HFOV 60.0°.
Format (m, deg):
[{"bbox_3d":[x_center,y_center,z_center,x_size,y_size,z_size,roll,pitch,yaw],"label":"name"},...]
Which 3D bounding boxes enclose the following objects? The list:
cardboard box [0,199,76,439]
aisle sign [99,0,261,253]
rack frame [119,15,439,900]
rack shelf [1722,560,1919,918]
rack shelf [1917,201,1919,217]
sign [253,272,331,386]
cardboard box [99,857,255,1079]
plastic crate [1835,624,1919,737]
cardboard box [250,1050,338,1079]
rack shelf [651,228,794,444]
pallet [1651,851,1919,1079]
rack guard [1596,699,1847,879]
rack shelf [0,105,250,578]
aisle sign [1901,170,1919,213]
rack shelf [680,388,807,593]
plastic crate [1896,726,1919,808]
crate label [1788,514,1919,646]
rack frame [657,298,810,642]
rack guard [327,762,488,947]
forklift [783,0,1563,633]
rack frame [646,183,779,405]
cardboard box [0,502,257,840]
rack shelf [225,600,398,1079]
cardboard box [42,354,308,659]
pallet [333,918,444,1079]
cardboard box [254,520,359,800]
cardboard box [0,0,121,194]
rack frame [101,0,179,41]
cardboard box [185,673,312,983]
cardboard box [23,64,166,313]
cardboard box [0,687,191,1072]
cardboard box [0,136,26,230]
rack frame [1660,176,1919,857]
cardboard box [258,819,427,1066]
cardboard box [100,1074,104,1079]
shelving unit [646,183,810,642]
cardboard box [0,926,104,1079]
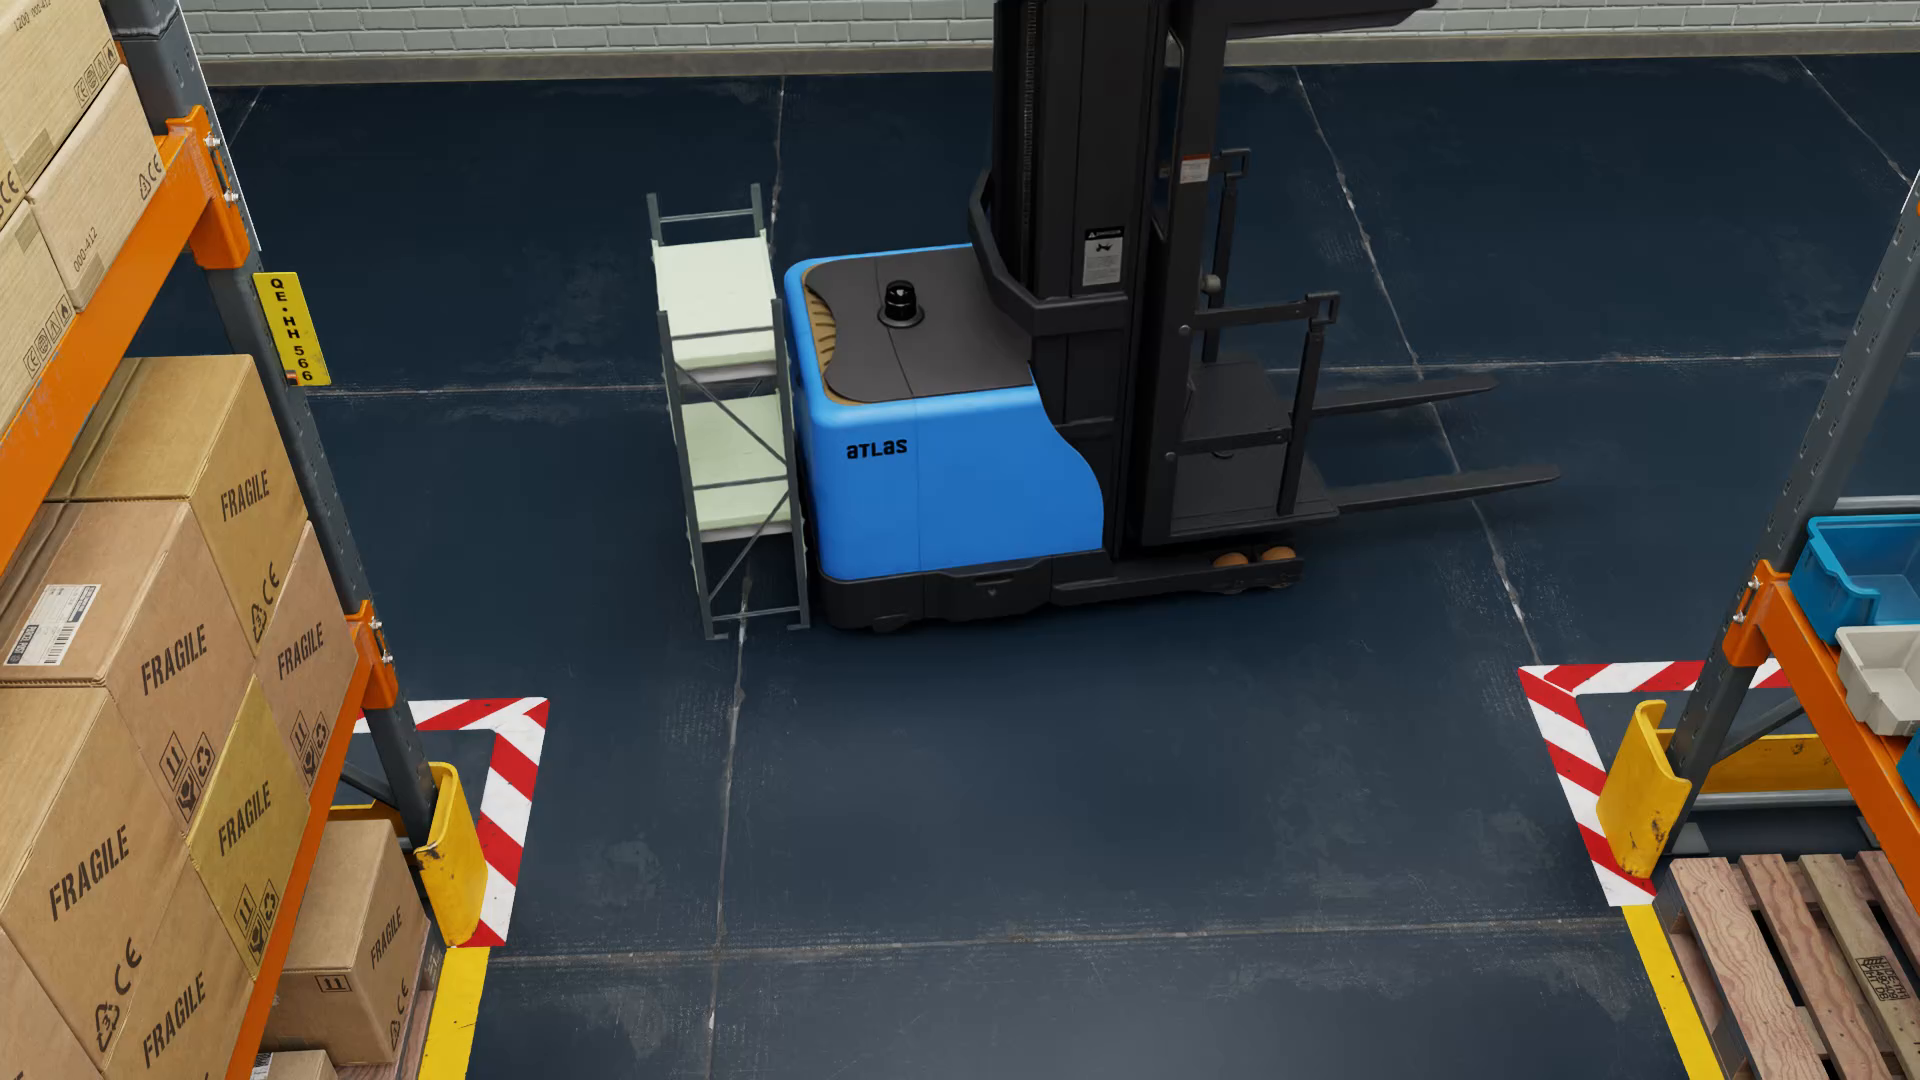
[{"bbox_3d":[-1.859,-0.330,2.781,0.500,0.250,0.500,-2,43,-2],"label":"cardboard box"},{"bbox_3d":[-1.852,-0.969,3.664,0.394,0.787,0.004,-2,43,-2],"label":"aisle sign"},{"bbox_3d":[-2.155,0.044,4.482,1.000,3.000,0.127,-2,43,-2],"label":"rack frame"},{"bbox_3d":[2.879,1.519,3.405,1.077,0.370,4.000,-2,43,-2],"label":"rack shelf"},{"bbox_3d":[2.879,0.414,2.391,1.077,0.370,4.000,-2,43,-2],"label":"rack shelf"},{"bbox_3d":[-1.599,-0.502,3.987,0.100,0.325,0.005,-2,43,-2],"label":"sign"},{"bbox_3d":[-1.822,0.989,3.378,0.500,0.500,0.500,-1,43,-1],"label":"cardboard box"},{"bbox_3d":[2.407,0.374,4.273,0.250,0.136,0.298,-2,43,-2],"label":"plastic crate"},{"bbox_3d":[-1.958,1.562,4.597,0.380,0.166,0.250,-2,43,-2],"label":"cardboard box"},{"bbox_3d":[-0.840,-0.729,5.857,0.431,0.370,0.720,-7,43,-8],"label":"rack shelf"},{"bbox_3d":[2.791,1.490,4.968,1.003,0.211,1.213,-2,43,-2],"label":"pallet"},{"bbox_3d":[2.780,0.810,5.497,1.175,0.500,0.348,-2,43,-2],"label":"rack guard"},{"bbox_3d":[-2.070,0.553,2.239,1.077,0.370,4.000,-2,43,-2],"label":"rack shelf"},{"bbox_3d":[2.495,-1.094,3.800,0.394,0.787,0.004,-2,43,-2],"label":"aisle sign"},{"bbox_3d":[-0.840,-0.201,6.341,0.431,0.370,0.720,-7,43,-8],"label":"rack shelf"},{"bbox_3d":[2.504,0.564,3.994,0.416,0.233,0.300,-2,43,-2],"label":"plastic crate"},{"bbox_3d":[2.476,0.120,4.479,0.416,0.233,0.303,-2,43,-2],"label":"crate label"},{"bbox_3d":[-0.773,-0.198,5.856,0.400,1.500,0.023,-7,43,-8],"label":"rack frame"},{"bbox_3d":[-2.151,1.016,5.271,1.175,0.500,0.348,-2,43,-2],"label":"rack guard"},{"bbox_3d":[0.884,-1.213,5.905,3.031,2.935,1.130,-7,43,-8],"label":"forklift"},{"bbox_3d":[-0.907,-0.685,6.386,0.400,1.500,0.023,-7,43,-8],"label":"rack frame"},{"bbox_3d":[-1.839,0.272,3.420,0.500,0.500,0.500,-1,43,-1],"label":"cardboard box"},{"bbox_3d":[-2.070,1.659,3.252,1.077,0.370,4.000,-2,43,-2],"label":"rack shelf"},{"bbox_3d":[-1.861,-0.069,3.792,0.500,0.500,0.500,-2,43,-2],"label":"cardboard box"},{"bbox_3d":[-2.117,1.661,4.782,1.003,0.211,1.213,-2,43,-2],"label":"pallet"},{"bbox_3d":[-1.864,0.301,4.127,0.500,0.500,0.500,0,43,0],"label":"cardboard box"},{"bbox_3d":[-1.878,-0.852,2.980,0.500,0.250,0.500,-2,43,-2],"label":"cardboard box"},{"bbox_3d":[-2.155,-2.168,2.455,1.000,3.000,0.127,-2,43,-2],"label":"rack frame"},{"bbox_3d":[-1.838,0.652,3.745,0.500,0.500,0.500,-1,43,-1],"label":"cardboard box"},{"bbox_3d":[-1.869,-0.667,3.149,0.500,0.250,0.500,-2,43,-2],"label":"cardboard box"},{"bbox_3d":[-1.812,0.622,3.038,0.500,0.500,0.500,-1,43,-1],"label":"cardboard box"},{"bbox_3d":[-1.857,-0.514,2.612,0.500,0.250,0.500,-2,43,-2],"label":"cardboard box"},{"bbox_3d":[2.794,-0.096,4.635,1.000,3.000,0.127,-2,43,-2],"label":"rack frame"},{"bbox_3d":[-1.885,1.163,4.786,0.500,0.500,0.500,-2,43,-2],"label":"cardboard box"},{"bbox_3d":[-1.801,1.329,3.007,0.500,0.500,0.500,-2,43,-2],"label":"cardboard box"},{"bbox_3d":[-0.840,-0.441,6.121,0.431,1.500,0.755,-7,43,-8],"label":"shelving unit"},{"bbox_3d":[-1.790,0.968,2.660,0.500,0.500,0.500,0,43,0],"label":"cardboard box"}]
